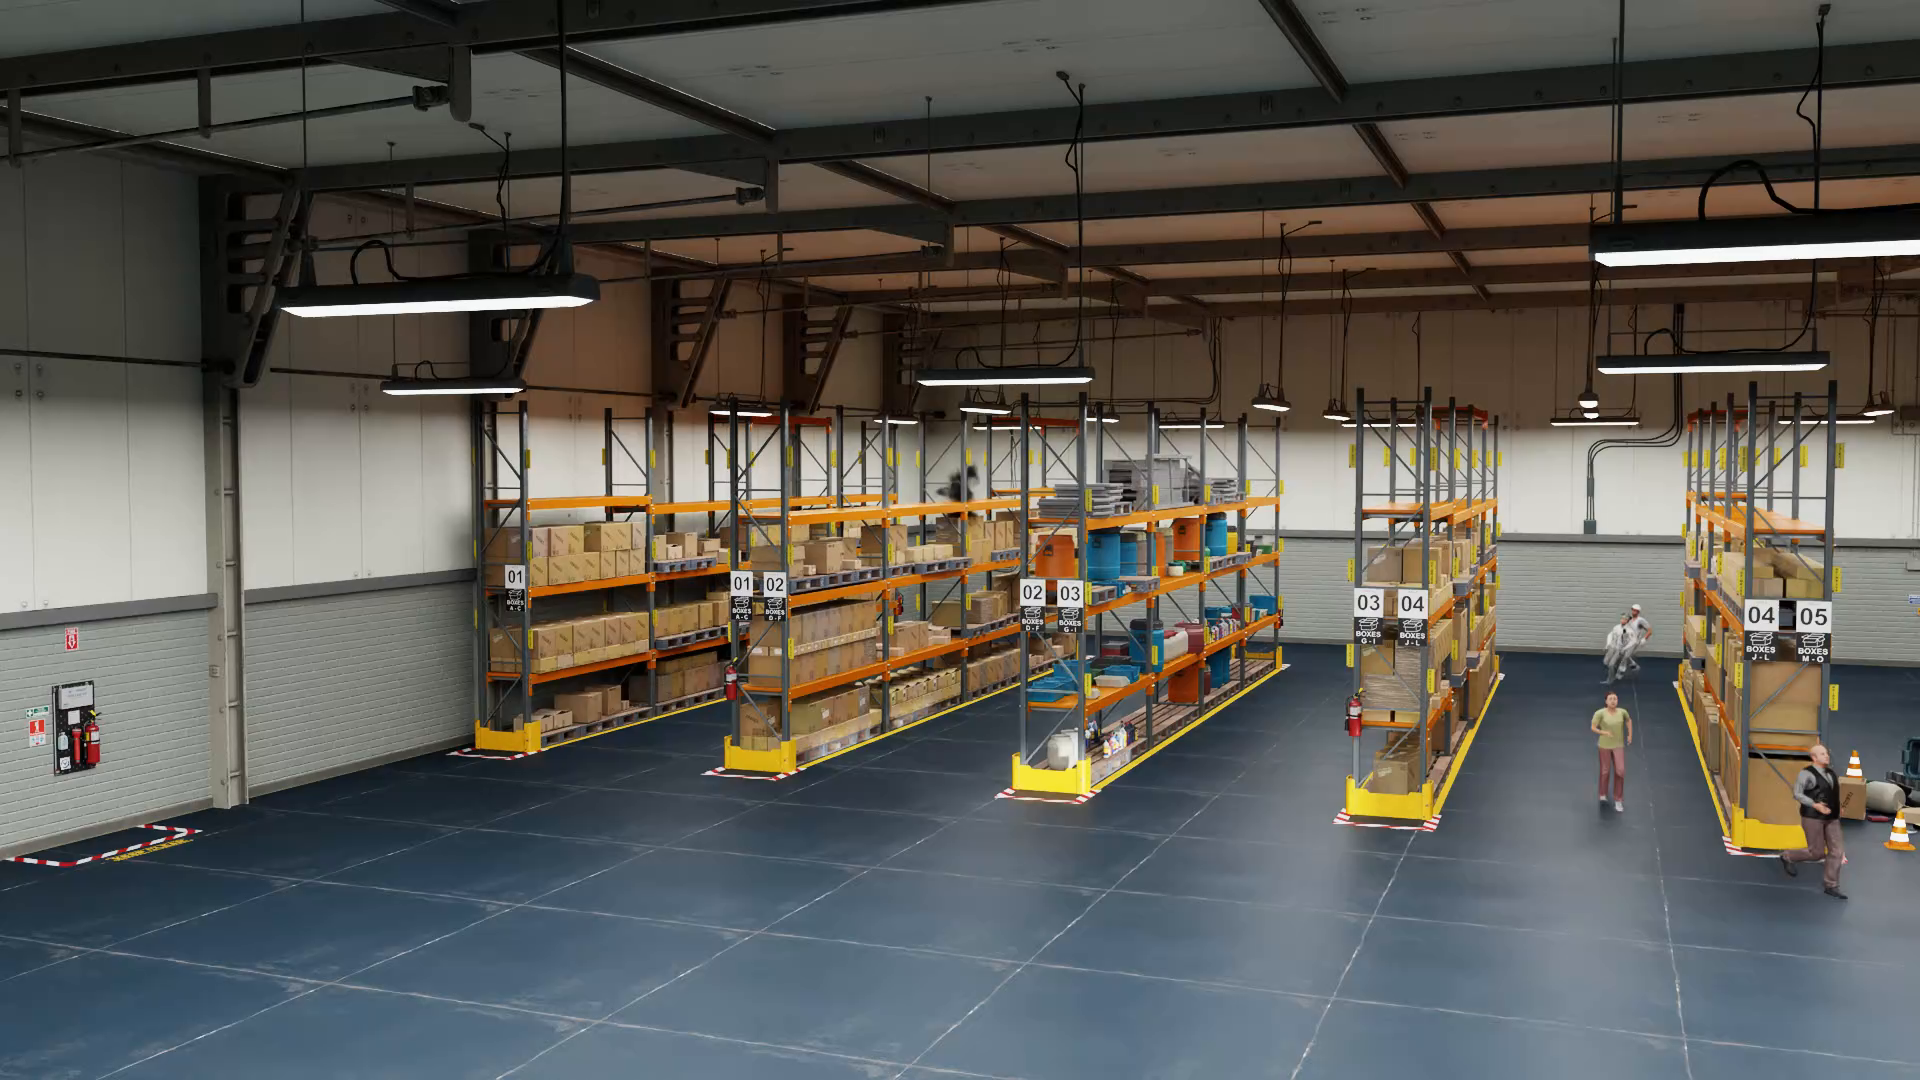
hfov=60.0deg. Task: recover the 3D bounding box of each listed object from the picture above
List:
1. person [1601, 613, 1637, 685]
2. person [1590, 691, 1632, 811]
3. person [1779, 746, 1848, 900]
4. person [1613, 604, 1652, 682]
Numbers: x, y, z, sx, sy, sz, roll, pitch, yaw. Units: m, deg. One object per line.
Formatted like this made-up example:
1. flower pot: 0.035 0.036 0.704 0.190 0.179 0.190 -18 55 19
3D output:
1. person: 14.557 2.408 36.737 0.528 1.605 0.676 -2 3 -29
2. person: 9.346 3.022 23.858 0.597 1.736 0.711 1 3 11
3. person: 9.903 3.228 19.202 0.665 1.714 0.841 -1 3 -20
4. person: 15.007 2.305 37.160 0.952 1.745 0.717 -1 3 -23
